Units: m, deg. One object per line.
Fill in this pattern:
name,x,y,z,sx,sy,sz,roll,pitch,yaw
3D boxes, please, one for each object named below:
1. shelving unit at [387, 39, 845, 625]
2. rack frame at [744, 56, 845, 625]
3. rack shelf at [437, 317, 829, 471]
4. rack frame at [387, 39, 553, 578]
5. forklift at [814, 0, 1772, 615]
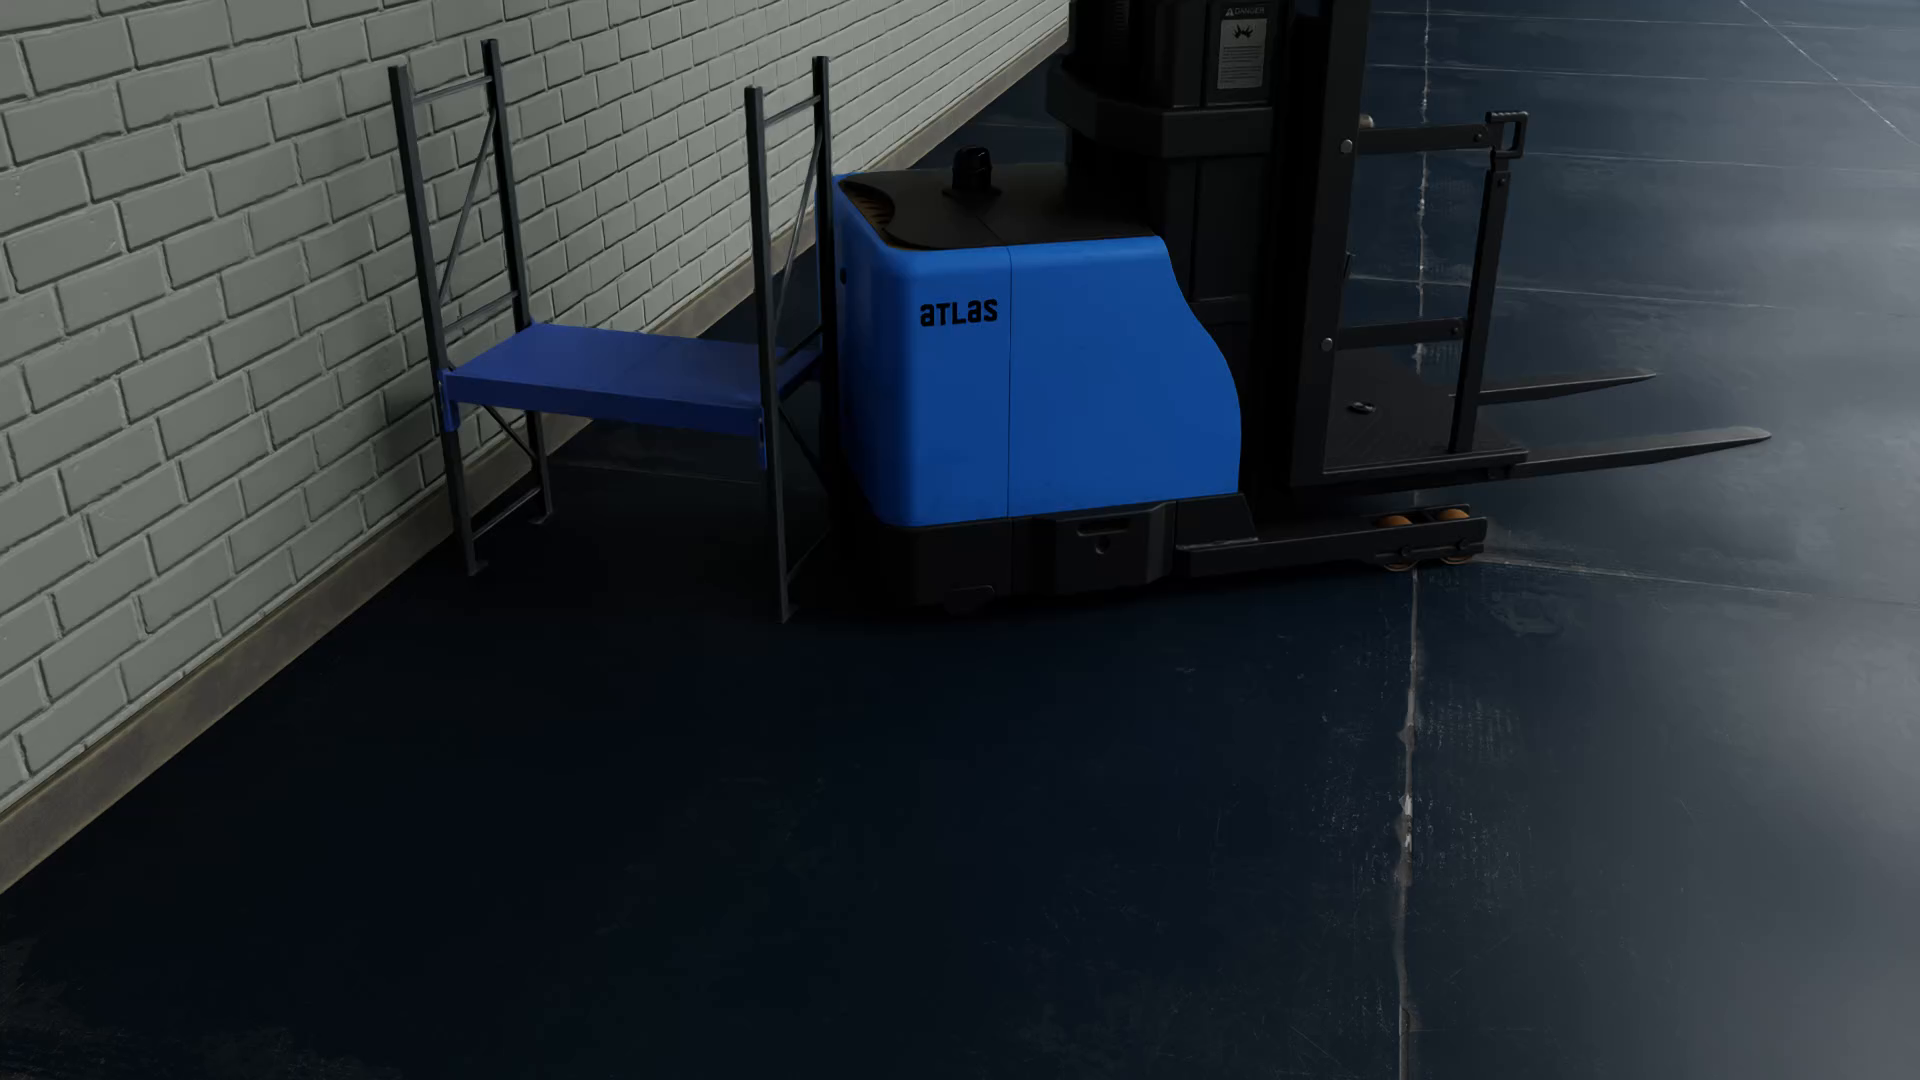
shelving unit,-0.933,-0.603,4.772,1.048,1.500,0.538,7,26,15
rack frame,-0.446,-0.539,4.638,0.032,1.500,0.500,7,26,15
rack shelf,-0.933,-0.440,4.849,1.000,0.185,0.538,7,26,15
rack frame,-1.419,-0.667,4.905,0.032,1.500,0.500,7,26,15
forklift,1.115,-1.440,4.865,3.031,2.935,1.130,-6,26,-13
